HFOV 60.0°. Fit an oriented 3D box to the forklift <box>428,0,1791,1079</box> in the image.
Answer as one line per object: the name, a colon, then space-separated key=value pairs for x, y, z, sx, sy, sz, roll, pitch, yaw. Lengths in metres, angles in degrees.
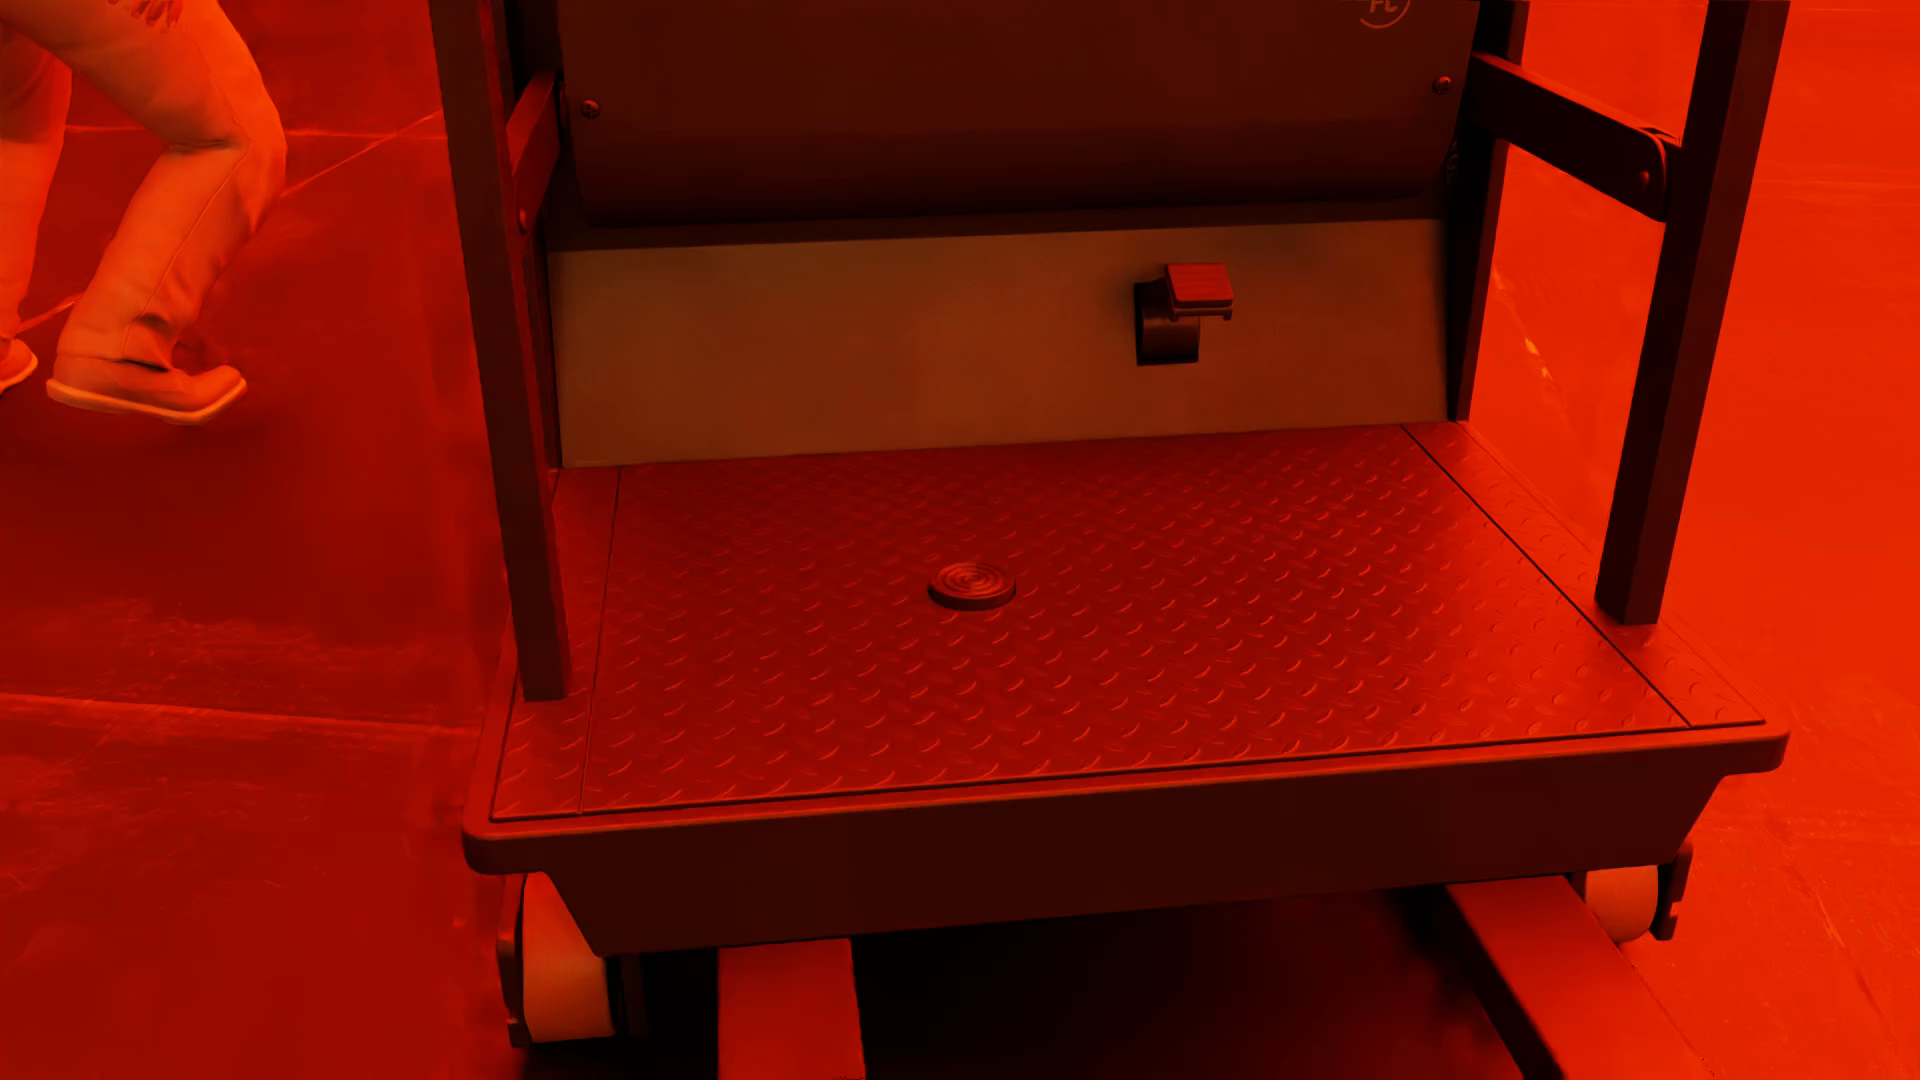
forklift: x=0.097 y=-1.010 z=1.241 sx=1.130 sy=2.935 sz=3.031 roll=-3 pitch=27 yaw=-7

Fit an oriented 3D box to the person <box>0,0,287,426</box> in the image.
person: x=-1.486 y=-0.963 z=2.608 sx=0.910 sy=1.648 sz=0.506 roll=13 pitch=29 yaw=24
